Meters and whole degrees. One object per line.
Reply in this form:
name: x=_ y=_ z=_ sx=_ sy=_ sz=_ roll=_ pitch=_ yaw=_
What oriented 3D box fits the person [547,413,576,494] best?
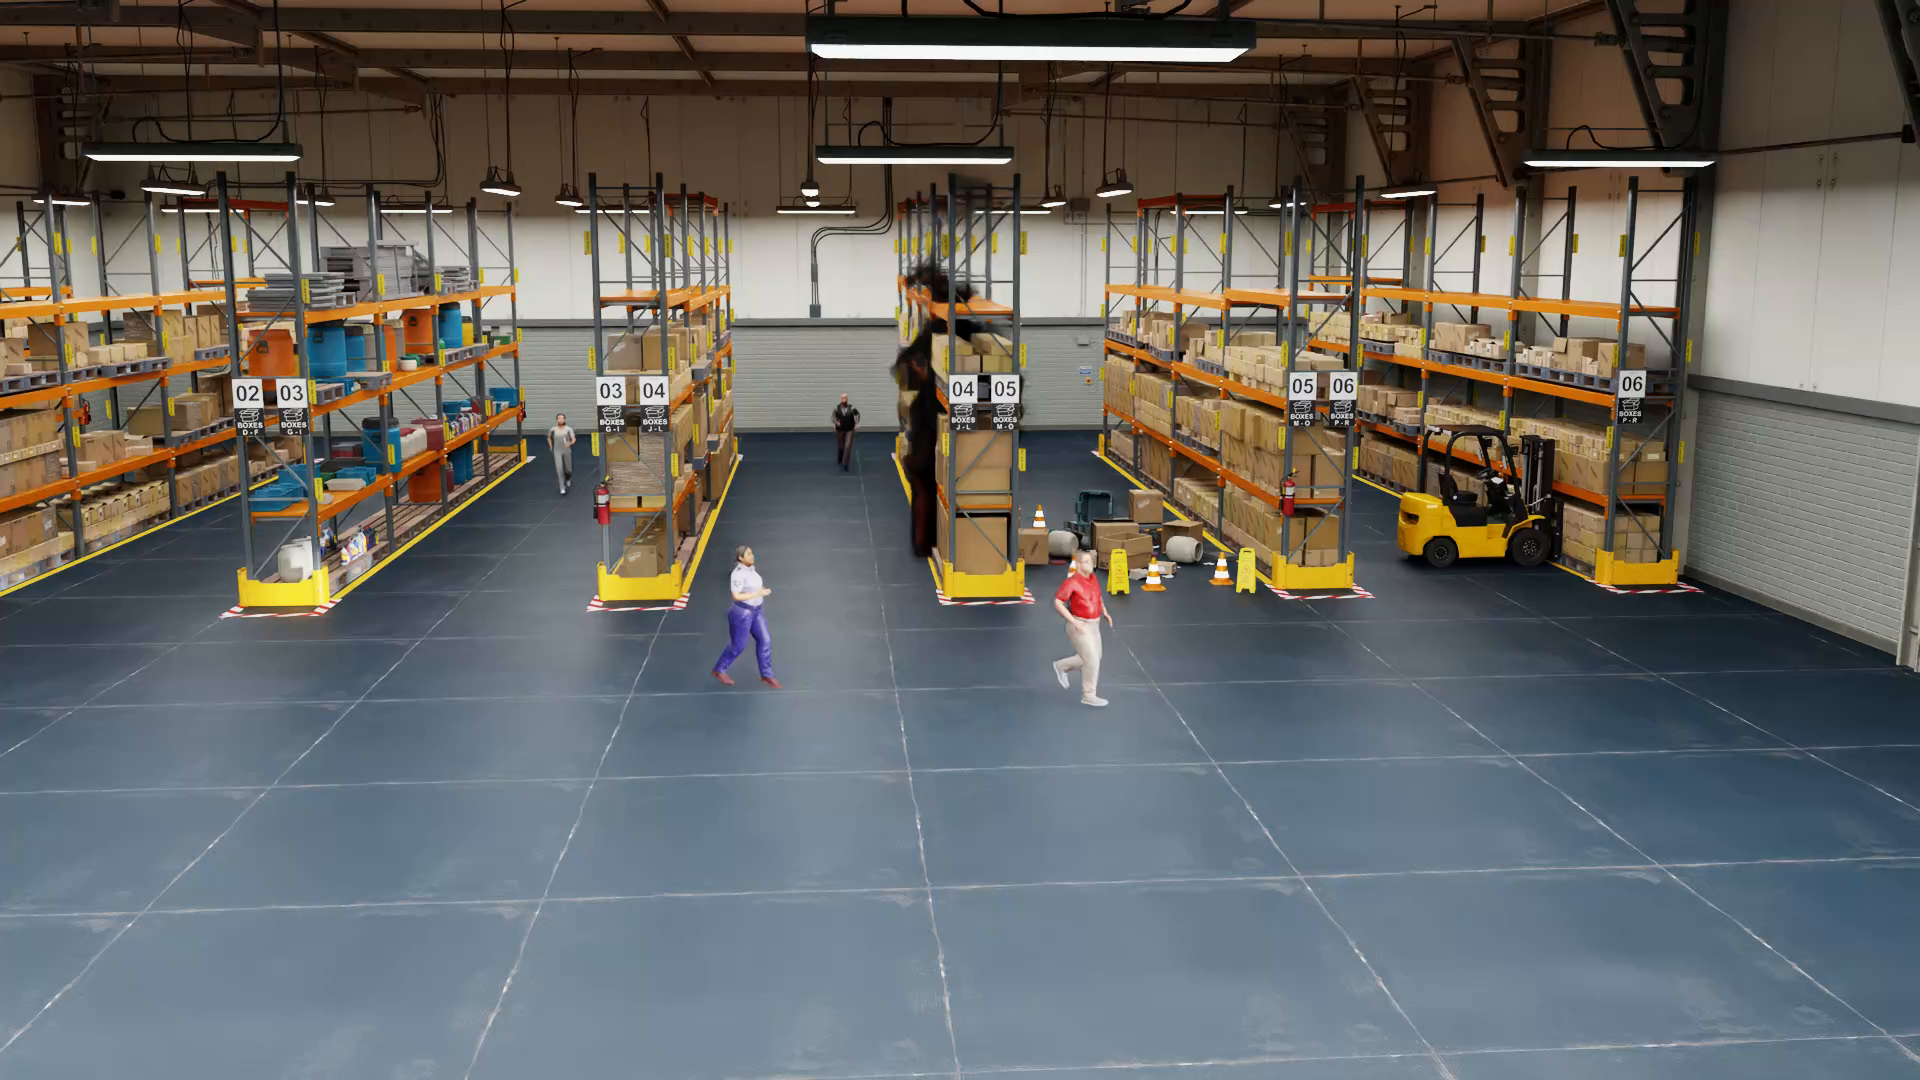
person: x=-8.165 y=-1.785 z=34.098 sx=0.573 sy=1.632 sz=0.779 roll=-2 pitch=10 yaw=-11

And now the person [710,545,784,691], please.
person: x=-2.449 y=0.885 z=18.911 sx=0.838 sy=1.687 sz=0.598 roll=4 pitch=11 yaw=20

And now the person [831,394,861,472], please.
person: x=-2.593 y=-2.452 z=37.718 sx=0.670 sy=1.724 sz=0.904 roll=0 pitch=10 yaw=1

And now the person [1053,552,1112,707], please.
person: x=1.333 y=0.961 z=18.367 sx=0.756 sy=1.683 sz=0.699 roll=8 pitch=13 yaw=37
